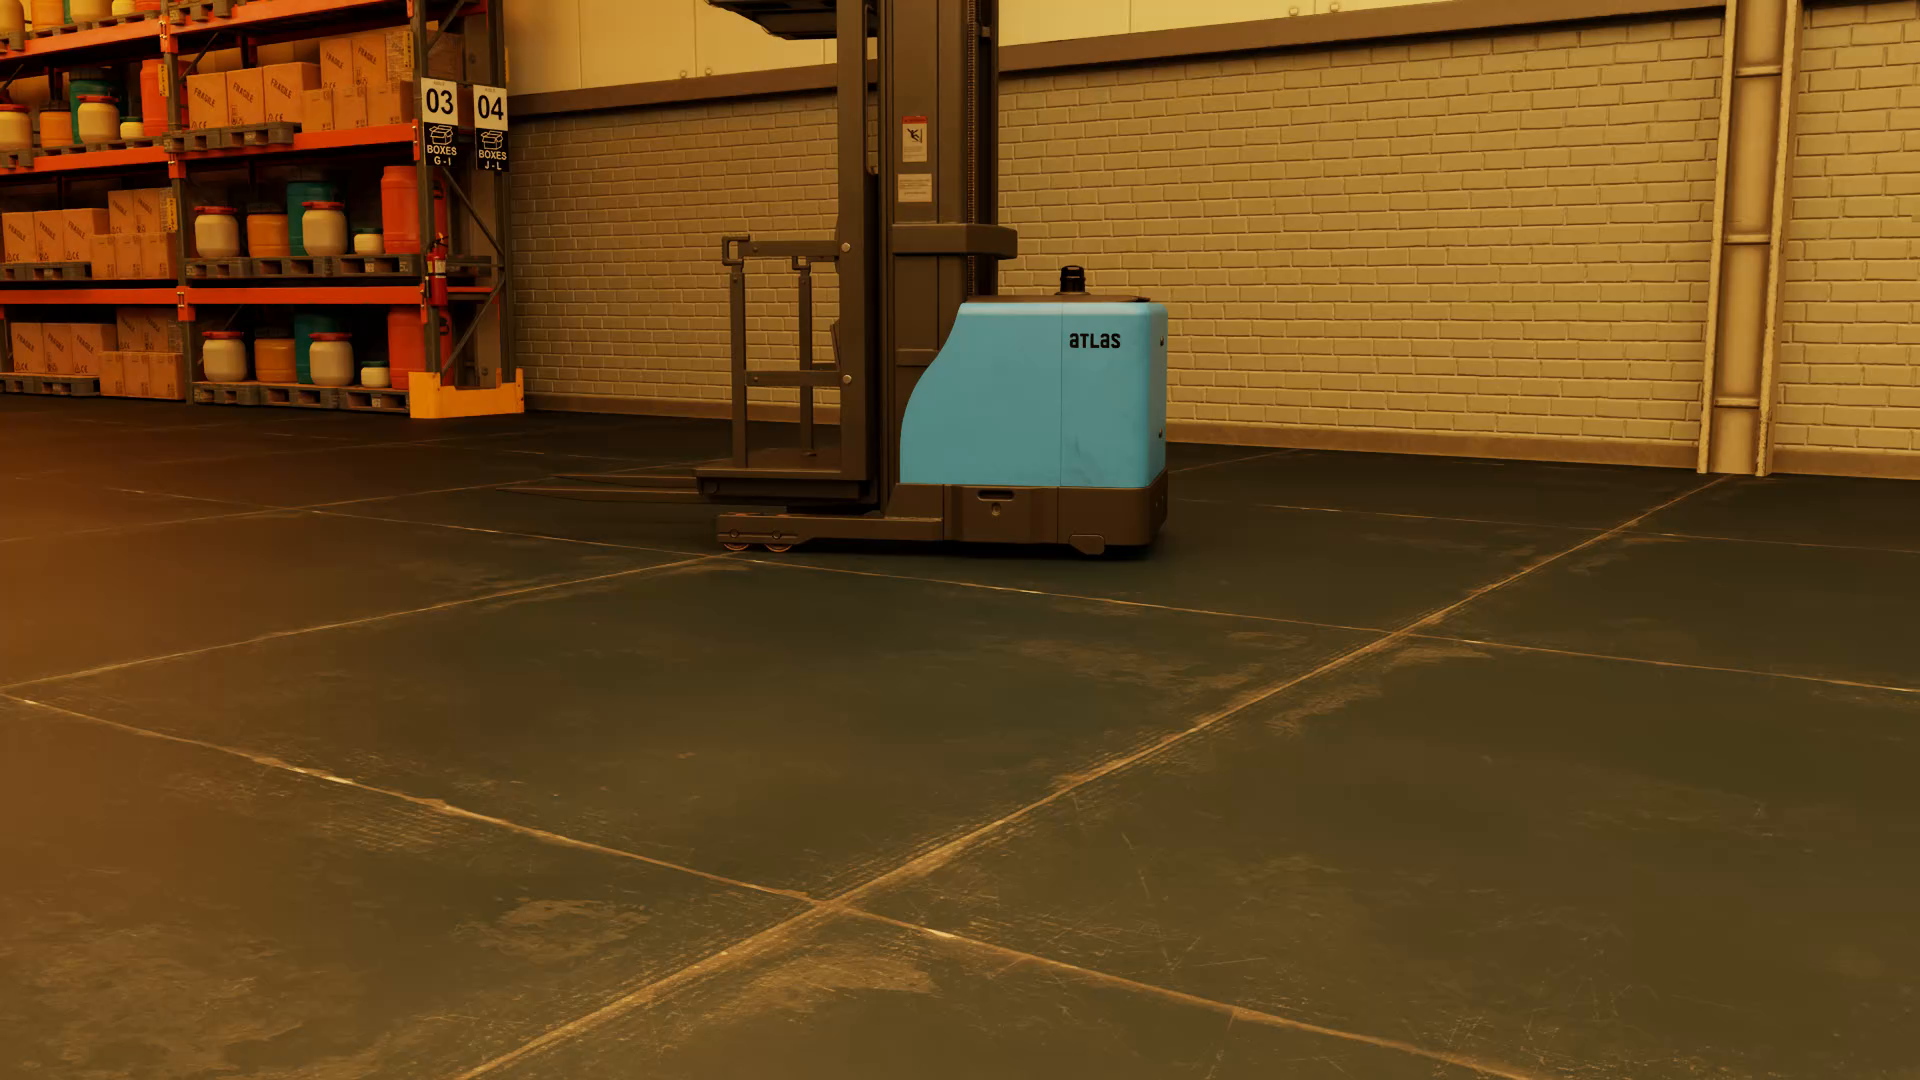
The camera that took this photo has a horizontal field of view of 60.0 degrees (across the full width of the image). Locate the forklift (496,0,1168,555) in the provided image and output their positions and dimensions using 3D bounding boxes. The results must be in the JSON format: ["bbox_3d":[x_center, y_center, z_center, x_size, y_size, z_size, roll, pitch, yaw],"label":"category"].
[{"bbox_3d":[-0.596,-1.469,7.520,3.031,2.935,1.130,2,8,12],"label":"forklift"}]
